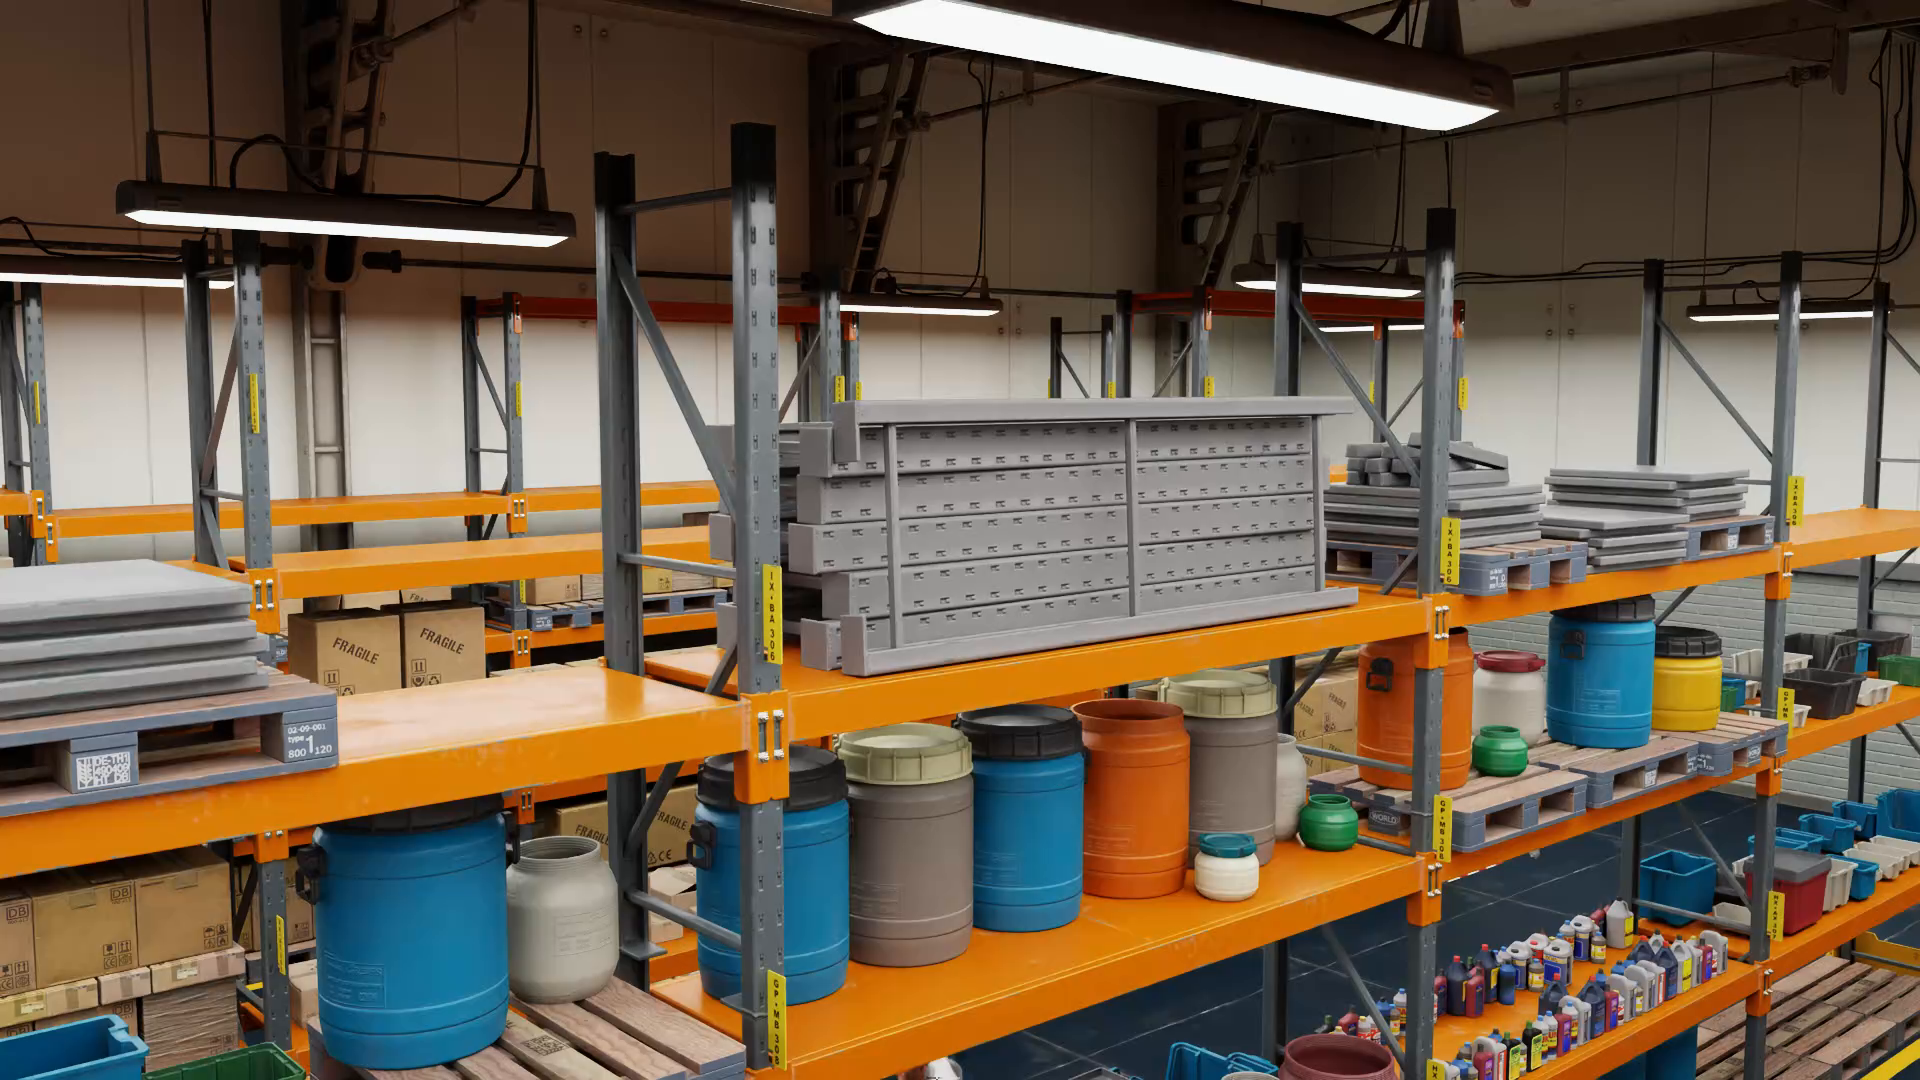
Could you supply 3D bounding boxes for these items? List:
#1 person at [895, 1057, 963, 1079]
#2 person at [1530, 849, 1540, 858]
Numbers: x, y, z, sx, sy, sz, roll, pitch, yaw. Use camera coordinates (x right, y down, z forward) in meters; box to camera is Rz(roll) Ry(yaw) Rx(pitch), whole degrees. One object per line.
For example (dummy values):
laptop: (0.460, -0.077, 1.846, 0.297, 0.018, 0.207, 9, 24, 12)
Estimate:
person: (0.053, 3.464, 9.338, 1.075, 1.607, 0.663, -3, 6, -27)
person: (6.304, 2.613, 18.385, 0.538, 1.626, 0.822, 1, 6, 12)
